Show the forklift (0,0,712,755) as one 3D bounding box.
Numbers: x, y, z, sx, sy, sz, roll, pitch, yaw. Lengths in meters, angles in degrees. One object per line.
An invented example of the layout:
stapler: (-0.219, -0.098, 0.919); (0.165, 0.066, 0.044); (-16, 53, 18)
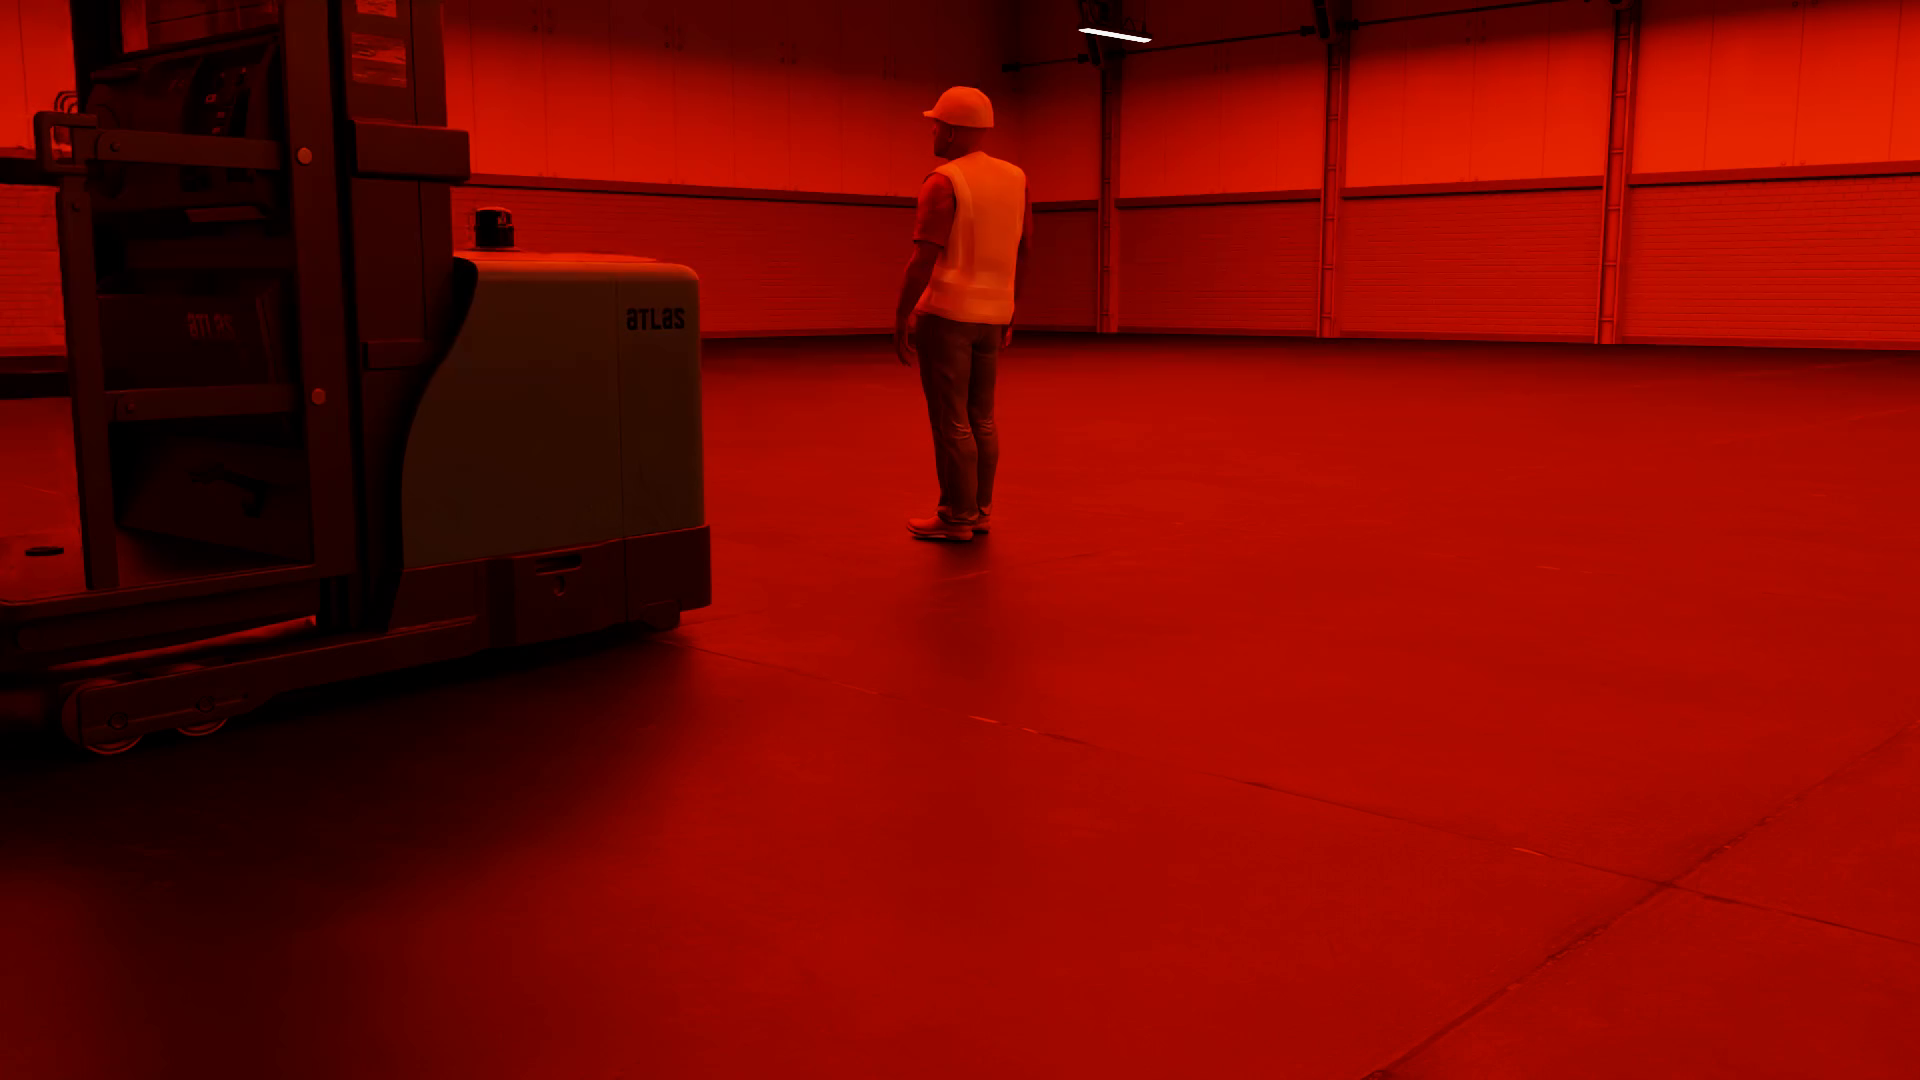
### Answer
forklift: (-2.068, -1.065, 3.948); (1.130, 2.935, 3.031); (7, 11, 39)

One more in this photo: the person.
person: (-0.046, -0.889, 6.637); (0.575, 1.768, 0.665); (8, 12, 43)
